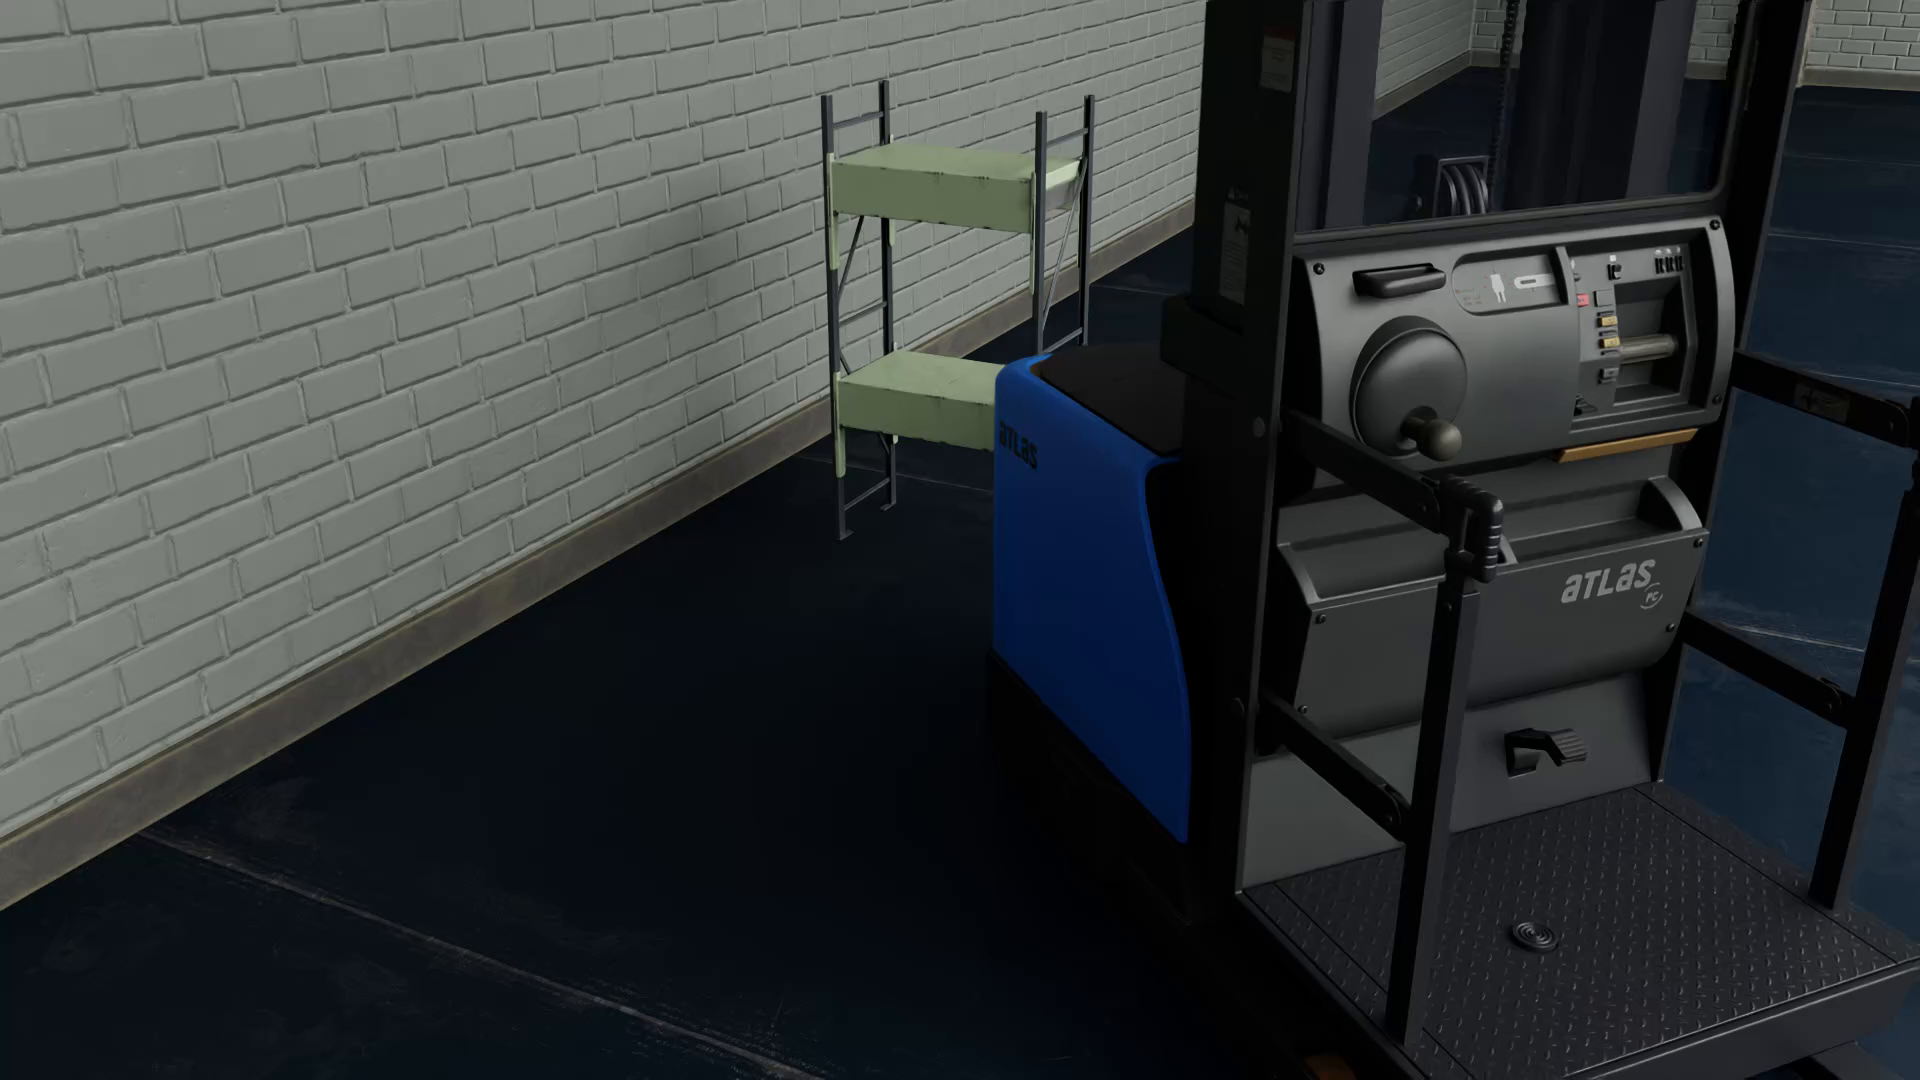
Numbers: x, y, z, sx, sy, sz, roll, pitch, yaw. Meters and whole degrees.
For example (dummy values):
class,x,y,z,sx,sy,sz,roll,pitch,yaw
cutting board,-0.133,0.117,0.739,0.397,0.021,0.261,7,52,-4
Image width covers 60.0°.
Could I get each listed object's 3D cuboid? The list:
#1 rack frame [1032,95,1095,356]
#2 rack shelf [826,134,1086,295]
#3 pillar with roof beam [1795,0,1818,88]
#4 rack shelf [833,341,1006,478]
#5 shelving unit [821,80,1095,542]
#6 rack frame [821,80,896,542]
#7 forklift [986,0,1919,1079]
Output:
class,x,y,z,sx,sy,sz,roll,pitch,yaw
rack frame,0.321,-0.627,5.307,0.023,1.500,0.400,11,25,25
rack shelf,-0.006,-1.050,5.307,0.720,0.370,0.431,11,25,25
pillar with roof beam,5.999,-7.050,10.830,0.400,9.000,9.100,11,25,25
rack shelf,-0.006,-0.391,5.587,0.720,0.370,0.431,11,25,25
shelving unit,-0.006,-0.691,5.459,0.755,1.500,0.431,11,25,25
rack frame,-0.333,-0.756,5.611,0.023,1.500,0.400,11,25,25
forklift,1.107,-0.343,2.812,1.130,2.935,3.031,-9,25,-21
